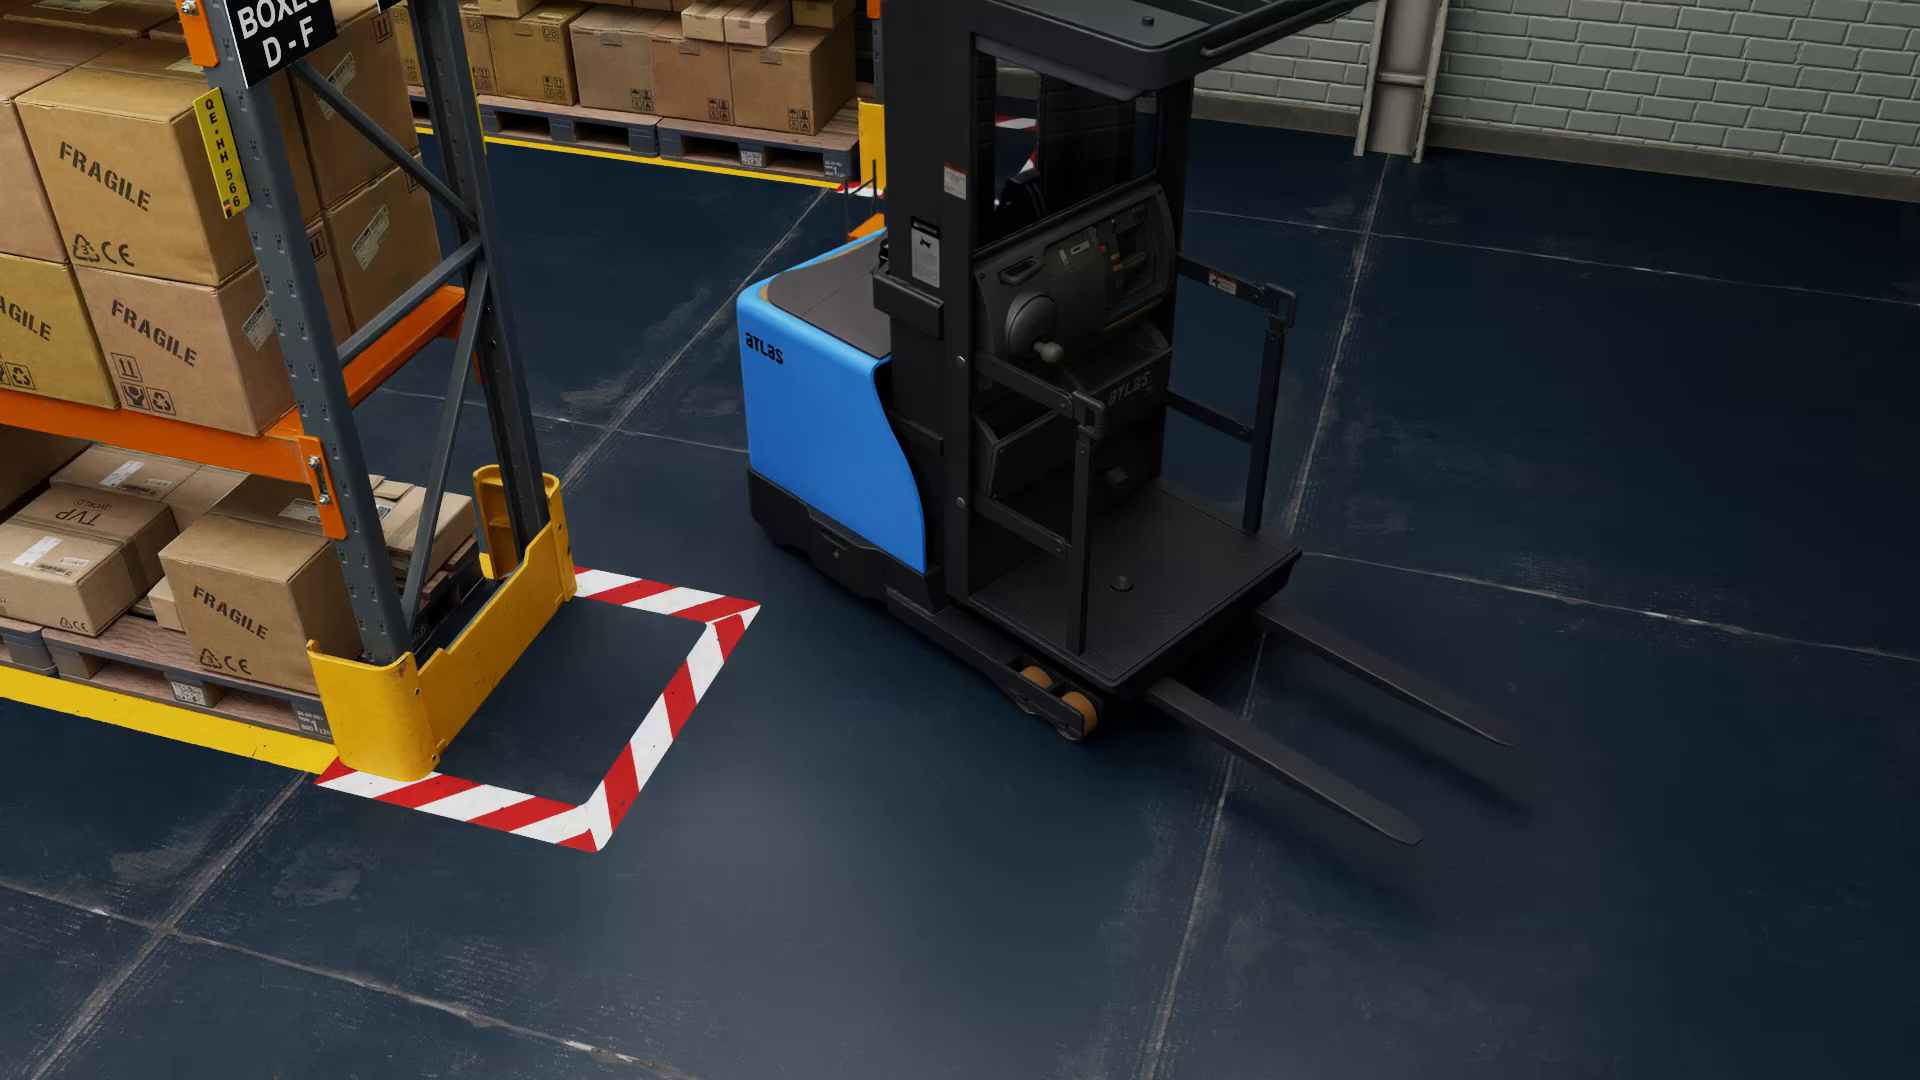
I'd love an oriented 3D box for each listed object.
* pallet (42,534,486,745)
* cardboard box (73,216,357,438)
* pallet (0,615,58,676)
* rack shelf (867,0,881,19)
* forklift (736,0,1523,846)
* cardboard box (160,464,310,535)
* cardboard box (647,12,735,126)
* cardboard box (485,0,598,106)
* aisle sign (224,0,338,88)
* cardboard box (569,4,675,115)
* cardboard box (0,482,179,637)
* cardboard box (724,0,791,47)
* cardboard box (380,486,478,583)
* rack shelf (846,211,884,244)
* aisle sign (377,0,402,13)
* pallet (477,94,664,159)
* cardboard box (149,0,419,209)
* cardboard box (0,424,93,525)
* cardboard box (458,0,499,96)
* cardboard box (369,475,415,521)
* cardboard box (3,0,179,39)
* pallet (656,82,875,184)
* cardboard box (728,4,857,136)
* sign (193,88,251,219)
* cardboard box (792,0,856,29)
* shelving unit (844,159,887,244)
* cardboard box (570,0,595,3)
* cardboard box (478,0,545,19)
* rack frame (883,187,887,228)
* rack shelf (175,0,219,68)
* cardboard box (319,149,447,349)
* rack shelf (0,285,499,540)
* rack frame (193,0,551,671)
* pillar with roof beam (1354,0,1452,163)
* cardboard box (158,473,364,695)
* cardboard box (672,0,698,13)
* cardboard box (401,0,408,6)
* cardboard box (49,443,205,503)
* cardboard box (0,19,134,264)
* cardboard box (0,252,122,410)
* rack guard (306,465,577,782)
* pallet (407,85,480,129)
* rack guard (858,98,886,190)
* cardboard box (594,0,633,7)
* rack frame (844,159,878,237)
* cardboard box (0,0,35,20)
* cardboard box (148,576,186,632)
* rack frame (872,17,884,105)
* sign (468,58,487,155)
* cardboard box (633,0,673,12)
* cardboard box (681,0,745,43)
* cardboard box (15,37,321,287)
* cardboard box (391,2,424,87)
[{"bbox_3d":[-2.576,0.244,6.241,1.213,0.211,1.003,10,38,14],"label":"pallet"},{"bbox_3d":[-2.251,-0.691,5.074,0.500,0.500,0.500,12,38,15],"label":"cardboard box"},{"bbox_3d":[-3.737,0.027,6.535,1.213,0.211,1.003,10,38,14],"label":"pallet"},{"bbox_3d":[-2.178,-3.593,9.708,4.000,0.370,1.077,10,38,14],"label":"rack shelf"},{"bbox_3d":[0.548,-0.833,5.409,3.031,2.935,1.130,30,46,34],"label":"forklift"},{"bbox_3d":[-2.654,-0.140,6.359,0.500,0.250,0.500,10,38,14],"label":"cardboard box"},{"bbox_3d":[-1.445,-2.847,9.842,0.500,0.500,0.700,10,38,14],"label":"cardboard box"},{"bbox_3d":[-2.436,-3.026,10.085,0.500,0.500,0.700,11,38,15],"label":"cardboard box"},{"bbox_3d":[-1.769,-1.587,4.183,0.004,0.787,0.394,10,38,14],"label":"aisle sign"},{"bbox_3d":[-1.925,-2.935,9.962,0.500,0.500,0.700,9,37,12],"label":"cardboard box"},{"bbox_3d":[-3.233,0.063,6.082,0.500,0.250,0.500,10,38,14],"label":"cardboard box"},{"bbox_3d":[-1.144,-2.939,9.420,0.250,0.149,0.380,10,38,13],"label":"cardboard box"},{"bbox_3d":[-2.040,-0.023,6.285,0.250,0.149,0.380,10,38,14],"label":"cardboard box"},{"bbox_3d":[-0.327,-1.257,6.913,0.180,0.103,0.258,18,40,23],"label":"rack shelf"},{"bbox_3d":[-1.590,-1.927,4.644,0.004,0.787,0.394,10,38,14],"label":"aisle sign"},{"bbox_3d":[-2.216,-2.720,10.267,1.213,0.211,1.003,10,38,14],"label":"pallet"},{"bbox_3d":[-2.088,-1.396,5.188,0.500,0.500,0.500,12,38,15],"label":"cardboard box"},{"bbox_3d":[-3.766,-0.275,6.328,0.637,0.503,0.797,10,38,14],"label":"cardboard box"},{"bbox_3d":[-2.925,-3.118,10.210,0.500,0.500,0.700,10,38,13],"label":"cardboard box"},{"bbox_3d":[-2.278,-0.074,6.339,0.250,0.166,0.380,10,38,14],"label":"cardboard box"},{"bbox_3d":[-2.589,-1.484,5.308,0.500,0.500,0.500,11,38,14],"label":"cardboard box"},{"bbox_3d":[-1.056,-2.503,9.973,1.213,0.211,1.003,10,38,14],"label":"pallet"},{"bbox_3d":[-0.967,-2.759,9.722,0.500,0.500,0.700,10,38,14],"label":"cardboard box"},{"bbox_3d":[-1.927,-1.009,4.346,0.005,0.325,0.100,10,38,14],"label":"sign"},{"bbox_3d":[-0.788,-3.111,9.653,0.250,0.149,0.380,11,38,14],"label":"cardboard box"},{"bbox_3d":[-0.327,-1.003,7.100,0.189,1.200,0.258,18,40,23],"label":"shelving unit"},{"bbox_3d":[-2.240,-3.379,10.018,0.250,0.149,0.380,10,37,13],"label":"cardboard box"},{"bbox_3d":[-2.633,-3.214,9.793,0.250,0.149,0.380,9,37,13],"label":"cardboard box"},{"bbox_3d":[-0.247,-0.977,7.065,0.006,1.200,0.240,18,40,23],"label":"rack frame"},{"bbox_3d":[-3.652,-1.997,5.010,4.000,0.370,1.077,10,38,14],"label":"rack shelf"},{"bbox_3d":[-2.088,-0.993,5.485,0.500,0.500,0.500,11,38,15],"label":"cardboard box"},{"bbox_3d":[-3.652,-0.789,5.899,4.000,0.370,1.077,10,38,14],"label":"rack shelf"},{"bbox_3d":[-1.743,-0.726,5.205,0.127,3.000,1.000,10,38,14],"label":"rack frame"},{"bbox_3d":[1.282,-3.521,3.943,0.400,9.000,9.100,10,38,14],"label":"pillar with roof beam"},{"bbox_3d":[-2.335,0.147,5.757,0.500,0.500,0.500,10,38,14],"label":"cardboard box"},{"bbox_3d":[-1.511,-3.244,9.835,0.250,0.149,0.380,11,38,14],"label":"cardboard box"},{"bbox_3d":[-3.131,-3.306,9.918,0.250,0.149,0.380,12,38,15],"label":"cardboard box"},{"bbox_3d":[-3.132,-0.229,6.479,0.500,0.250,0.500,10,38,14],"label":"cardboard box"},{"bbox_3d":[-2.732,-1.180,4.895,0.500,0.500,0.500,12,38,15],"label":"cardboard box"},{"bbox_3d":[-2.748,-0.781,5.196,0.500,0.500,0.500,11,38,14],"label":"cardboard box"},{"bbox_3d":[-1.815,0.268,5.964,0.348,0.500,1.175,10,38,14],"label":"rack guard"},{"bbox_3d":[-3.385,-2.934,10.559,1.213,0.211,1.003,10,38,14],"label":"pallet"},{"bbox_3d":[-0.246,-2.518,9.749,0.348,0.500,1.175,10,38,14],"label":"rack guard"},{"bbox_3d":[-1.999,-3.334,9.956,0.250,0.149,0.380,11,38,14],"label":"cardboard box"},{"bbox_3d":[-0.407,-1.029,7.136,0.006,1.200,0.240,18,40,23],"label":"rack frame"},{"bbox_3d":[-3.065,-1.575,5.432,0.500,0.500,0.500,11,38,15],"label":"cardboard box"},{"bbox_3d":[-2.695,0.159,6.022,0.250,0.166,0.380,10,38,14],"label":"cardboard box"},{"bbox_3d":[-0.269,-3.529,9.014,0.127,3.000,1.000,10,38,14],"label":"rack frame"},{"bbox_3d":[-1.581,-1.381,5.366,0.005,0.325,0.100,10,38,14],"label":"sign"},{"bbox_3d":[-1.754,-3.289,9.895,0.250,0.149,0.380,11,38,15],"label":"cardboard box"},{"bbox_3d":[-1.388,-2.984,9.481,0.250,0.149,0.380,11,38,15],"label":"cardboard box"},{"bbox_3d":[-2.249,-1.092,4.775,0.500,0.500,0.500,10,38,13],"label":"cardboard box"},{"bbox_3d":[-3.404,-3.208,10.333,0.500,0.500,0.700,11,38,14],"label":"cardboard box"}]
